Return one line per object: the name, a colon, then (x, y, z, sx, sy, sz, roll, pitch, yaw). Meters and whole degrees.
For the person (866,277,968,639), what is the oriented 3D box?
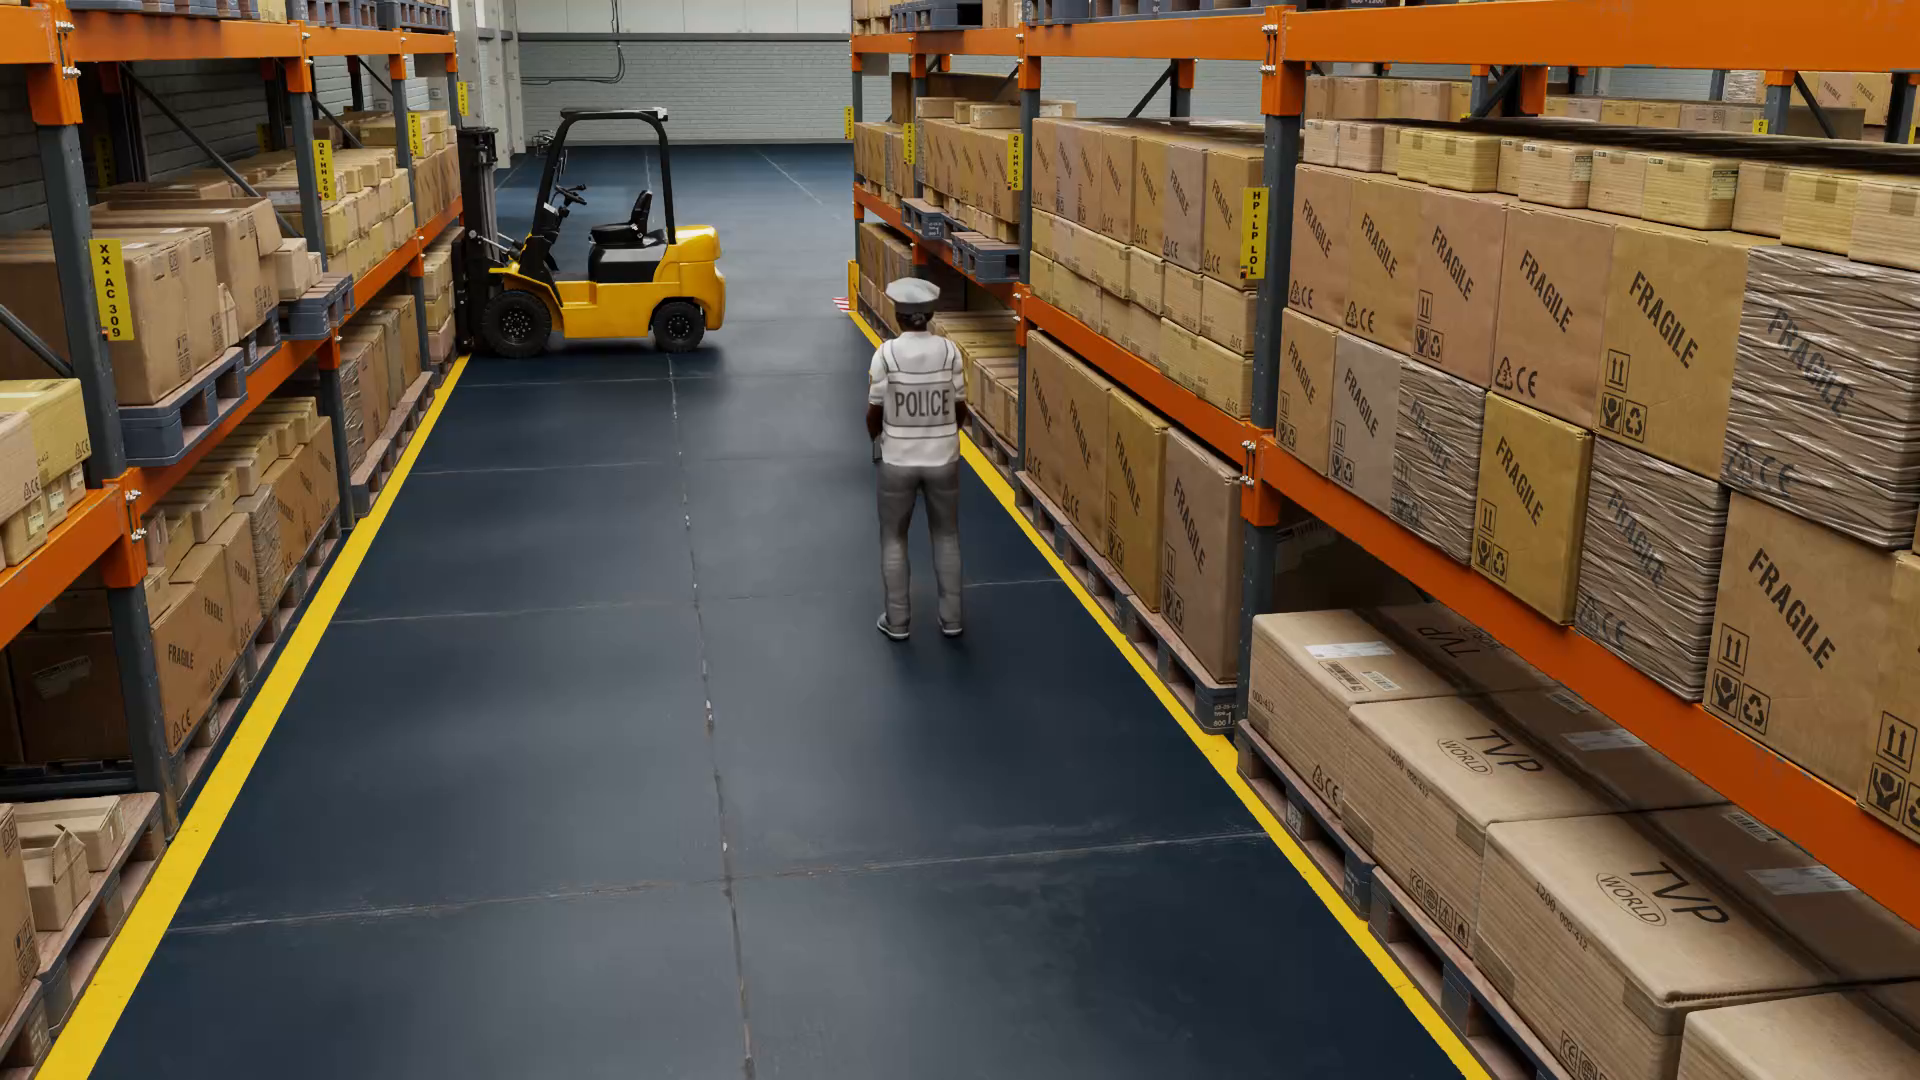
person: (-0.202, -0.369, 7.745, 0.481, 1.682, 0.415, -3, 17, -11)
